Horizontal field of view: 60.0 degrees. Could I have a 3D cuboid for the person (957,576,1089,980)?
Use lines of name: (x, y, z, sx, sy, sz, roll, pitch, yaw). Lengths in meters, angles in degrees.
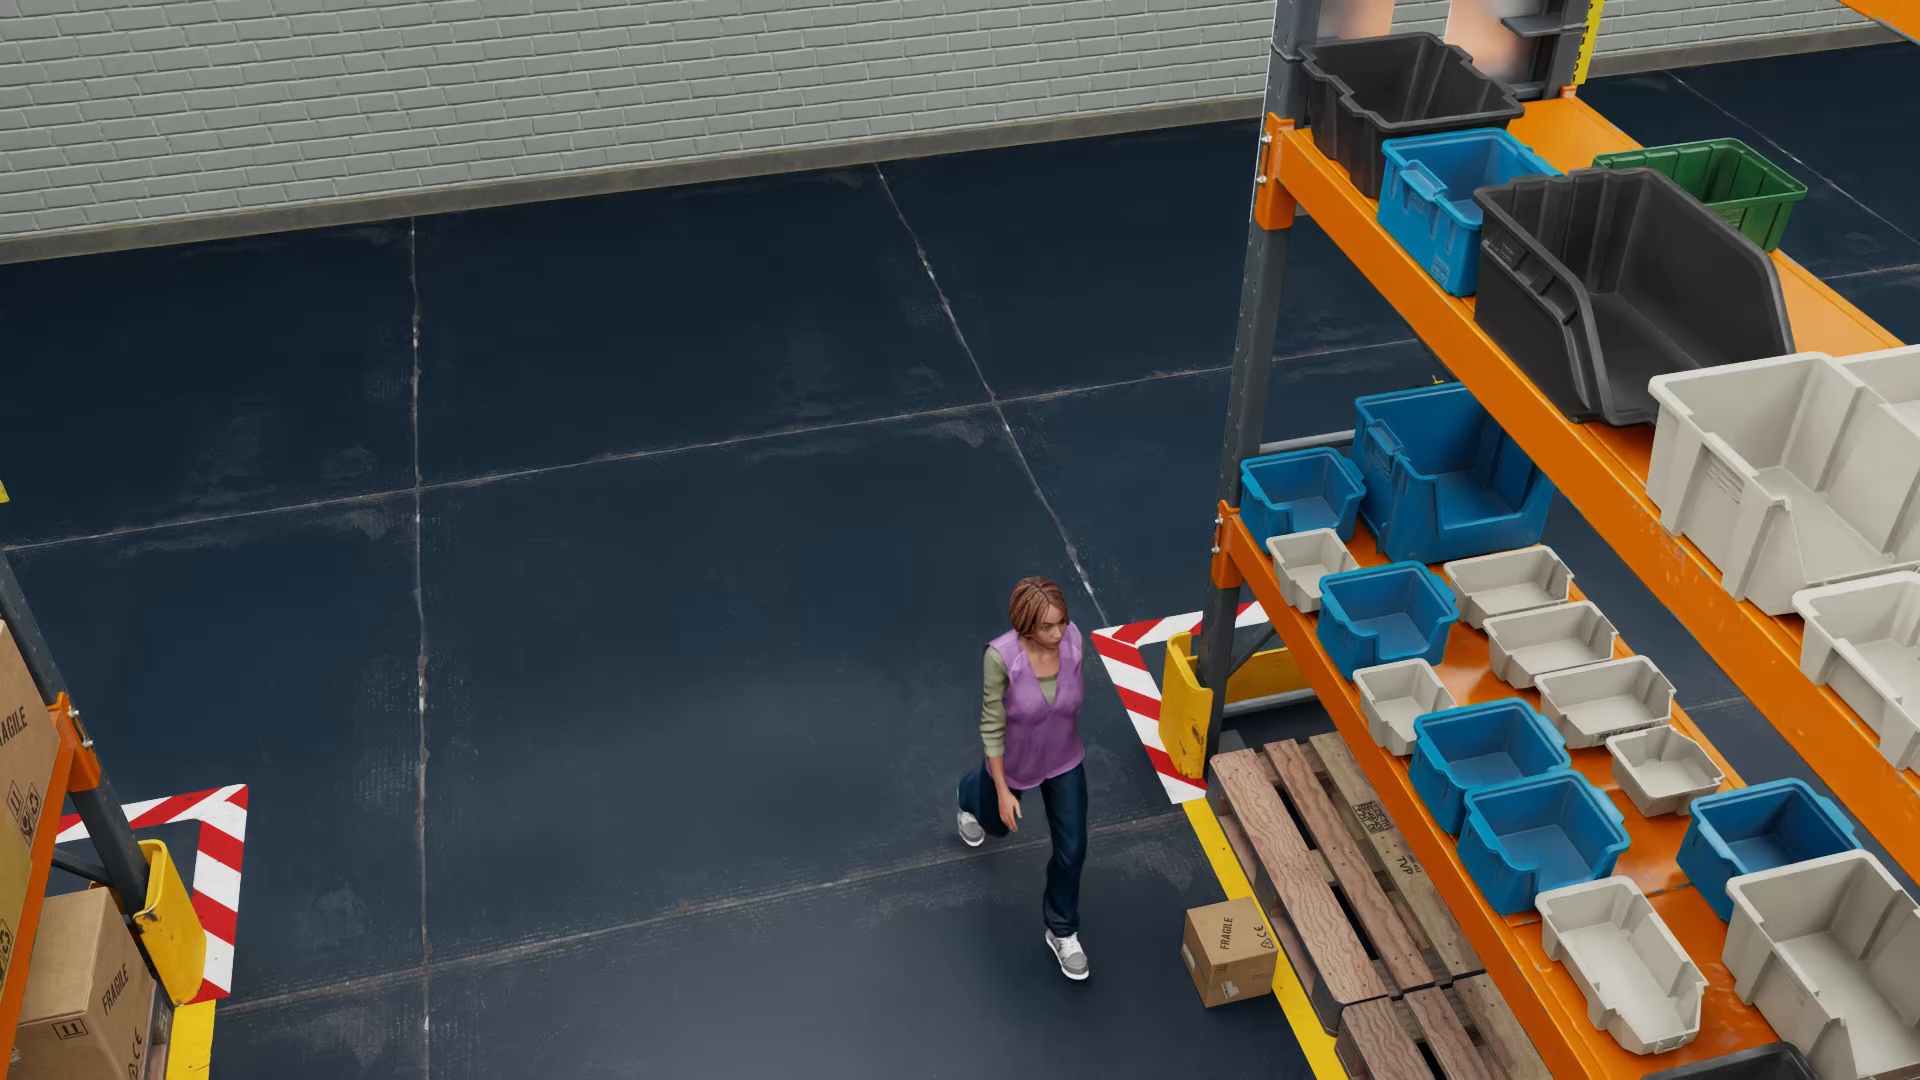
person: (0.249, 0.733, 5.797, 0.421, 1.543, 0.913, -11, 40, -14)
